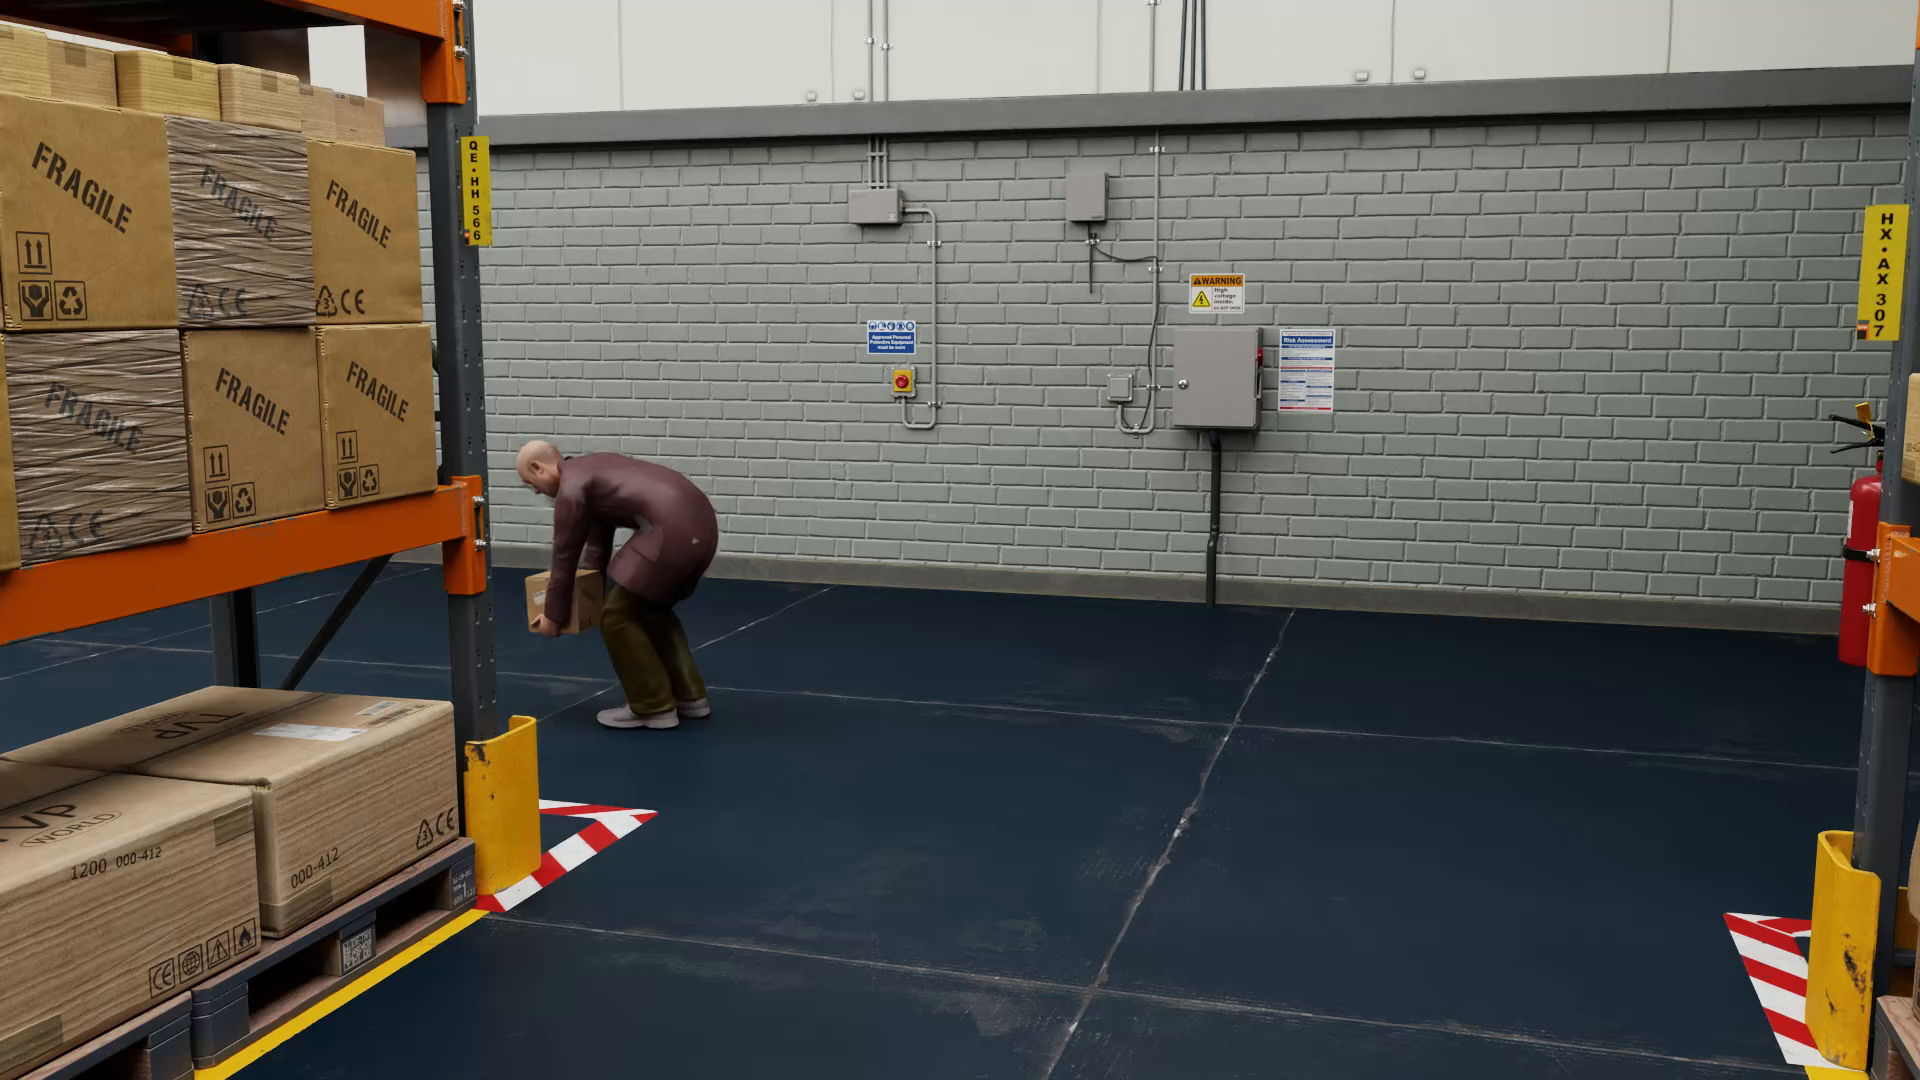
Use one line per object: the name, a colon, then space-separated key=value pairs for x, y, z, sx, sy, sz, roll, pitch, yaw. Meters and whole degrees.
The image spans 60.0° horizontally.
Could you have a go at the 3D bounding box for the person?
person: x=-1.524 y=0.189 z=7.413 sx=0.916 sy=1.252 sz=0.566 roll=2 pitch=8 yaw=14
